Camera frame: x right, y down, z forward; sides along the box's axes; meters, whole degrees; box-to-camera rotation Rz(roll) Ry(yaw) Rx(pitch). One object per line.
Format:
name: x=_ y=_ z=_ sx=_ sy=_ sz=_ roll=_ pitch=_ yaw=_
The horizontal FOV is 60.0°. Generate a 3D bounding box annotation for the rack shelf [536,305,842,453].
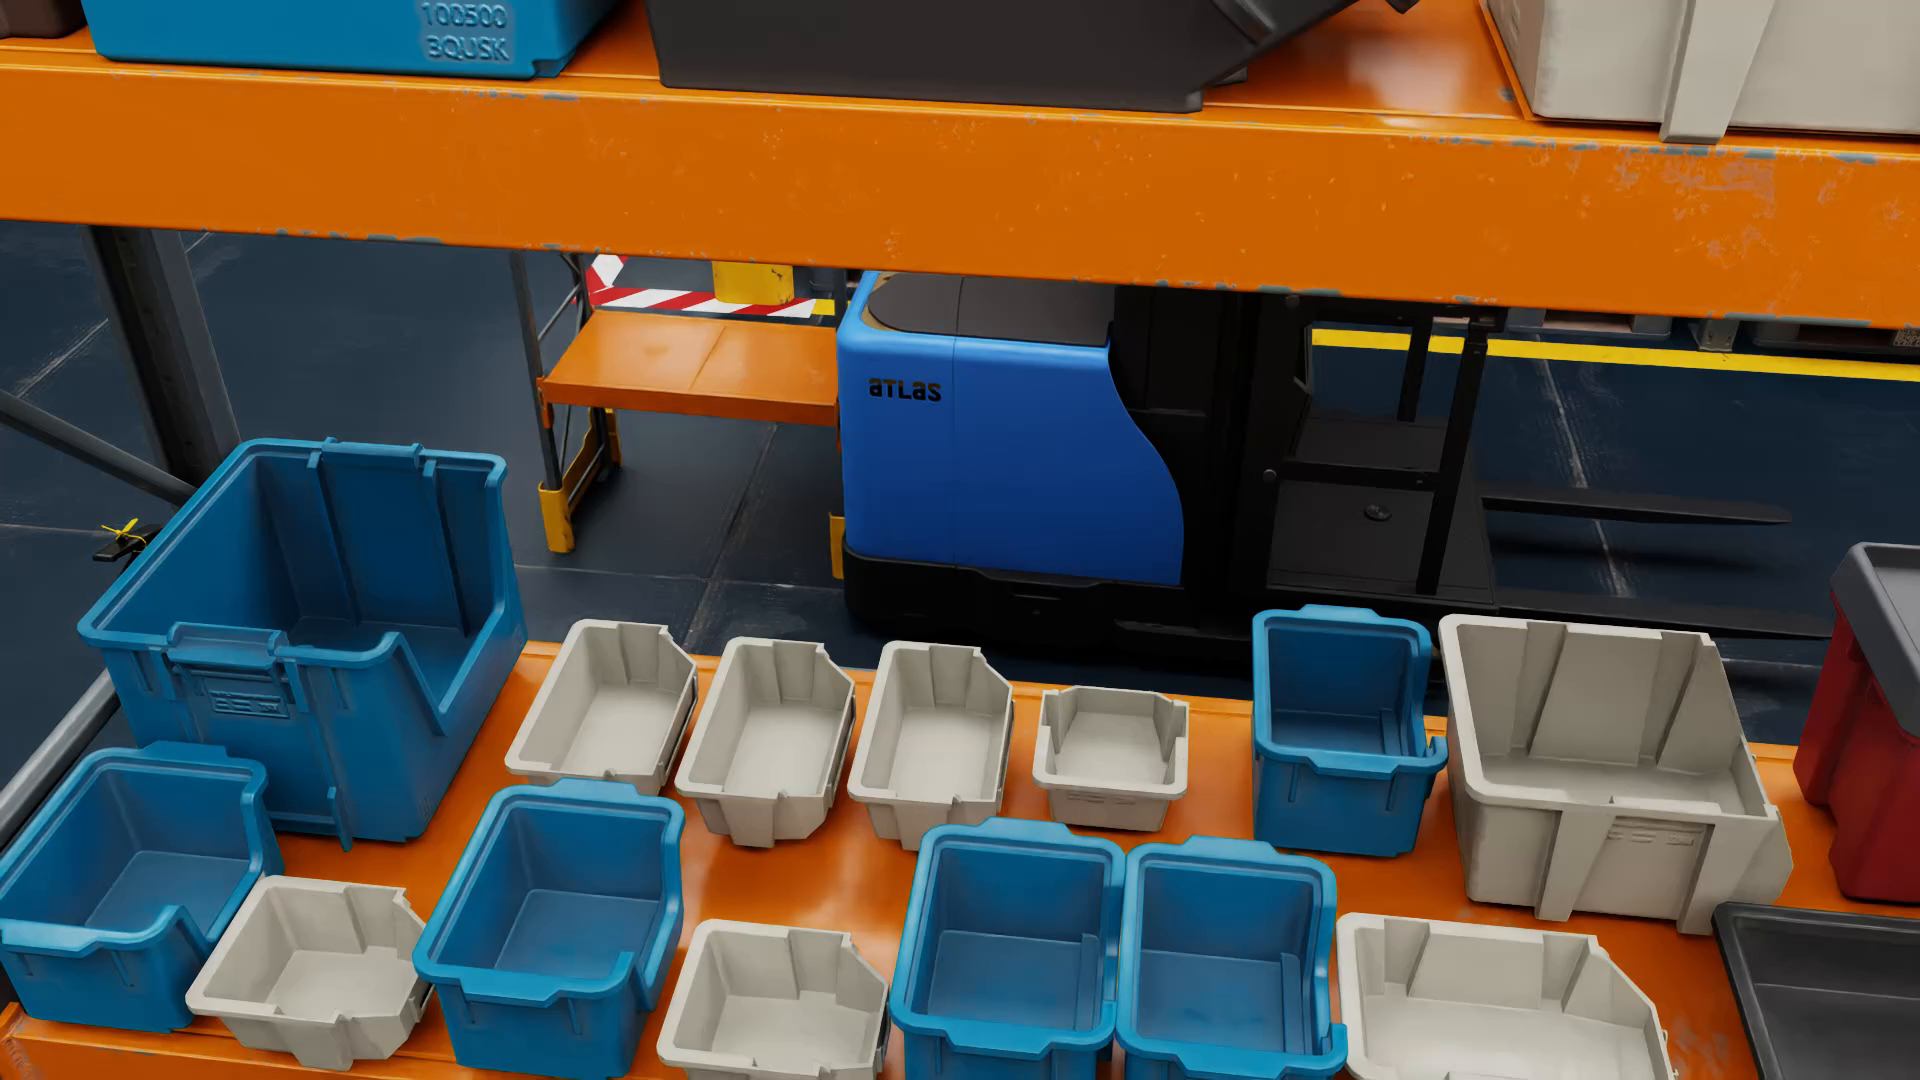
rack shelf: x=-0.828 y=-0.545 z=5.532 sx=1.000 sy=0.185 sz=0.538 roll=5 pitch=36 yaw=7

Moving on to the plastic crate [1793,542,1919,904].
plastic crate: x=1.678 y=0.316 z=2.618 sx=0.583 sy=0.464 sz=0.402 roll=4 pitch=36 yaw=6

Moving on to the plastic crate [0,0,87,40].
plastic crate: x=-1.089 y=-0.697 z=1.675 sx=0.590 sy=0.269 sz=0.497 roll=4 pitch=36 yaw=6

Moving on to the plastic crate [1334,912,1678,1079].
plastic crate: x=0.766 y=0.705 z=2.356 sx=0.466 sy=0.136 sz=0.293 roll=4 pitch=36 yaw=6

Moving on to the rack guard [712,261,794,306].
rack guard: x=-0.829 y=-1.557 z=7.501 sx=0.348 sy=0.500 sz=1.175 roll=4 pitch=36 yaw=6

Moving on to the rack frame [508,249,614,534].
rack frame: x=-1.330 y=-0.737 z=5.492 sx=0.032 sy=1.500 sz=0.500 roll=5 pitch=36 yaw=7

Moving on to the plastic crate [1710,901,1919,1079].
plastic crate: x=1.387 y=0.737 z=2.320 sx=0.590 sy=0.125 sz=0.437 roll=4 pitch=36 yaw=6

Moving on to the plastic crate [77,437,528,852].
plastic crate: x=-1.080 y=0.160 z=2.862 sx=0.499 sy=0.435 sz=0.616 roll=4 pitch=36 yaw=6

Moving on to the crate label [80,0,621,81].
crate label: x=-0.562 y=-0.624 z=1.589 sx=0.502 sy=0.251 sz=0.408 roll=4 pitch=36 yaw=6

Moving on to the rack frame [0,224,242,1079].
rack frame: x=-1.436 y=0.282 z=2.773 sx=0.127 sy=3.000 sz=1.000 roll=4 pitch=36 yaw=6

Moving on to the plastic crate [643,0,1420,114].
plastic crate: x=0.045 y=-0.643 z=1.540 sx=0.767 sy=0.338 sz=0.504 roll=4 pitch=36 yaw=6

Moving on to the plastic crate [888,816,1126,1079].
plastic crate: x=0.073 y=0.631 z=2.377 sx=0.300 sy=0.233 sz=0.416 roll=4 pitch=36 yaw=6

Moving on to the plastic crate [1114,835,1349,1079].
plastic crate: x=0.371 y=0.653 z=2.346 sx=0.300 sy=0.233 sz=0.416 roll=4 pitch=36 yaw=6

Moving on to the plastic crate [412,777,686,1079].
plastic crate: x=-0.580 y=0.582 z=2.445 sx=0.300 sy=0.233 sz=0.416 roll=4 pitch=36 yaw=6

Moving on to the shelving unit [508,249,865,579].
shelving unit: x=-0.837 y=-0.692 z=5.428 sx=1.083 sy=1.500 sz=0.587 roll=5 pitch=36 yaw=7

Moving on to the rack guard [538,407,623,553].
rack guard: x=-1.329 y=-0.228 z=5.854 sx=0.087 sy=0.250 sz=0.587 roll=5 pitch=36 yaw=7

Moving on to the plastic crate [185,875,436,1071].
plastic crate: x=-0.925 y=0.644 z=2.441 sx=0.298 sy=0.136 sz=0.250 roll=4 pitch=36 yaw=6

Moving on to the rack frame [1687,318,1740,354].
rack frame: x=3.163 y=-2.276 z=6.357 sx=0.127 sy=3.000 sz=1.000 roll=4 pitch=36 yaw=6

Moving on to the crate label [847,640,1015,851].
crate label: x=-0.039 y=0.357 z=2.843 sx=0.243 sy=0.136 sz=0.396 roll=4 pitch=36 yaw=6

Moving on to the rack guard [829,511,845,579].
rack guard: x=-0.345 y=-0.138 z=5.728 sx=0.087 sy=0.250 sz=0.587 roll=5 pitch=36 yaw=7

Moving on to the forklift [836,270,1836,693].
forklift: x=1.191 y=-1.053 z=4.703 sx=3.031 sy=2.935 sz=1.130 roll=5 pitch=36 yaw=7

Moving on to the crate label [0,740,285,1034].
crate label: x=-1.233 y=0.533 z=2.513 sx=0.303 sy=0.233 sz=0.416 roll=4 pitch=36 yaw=6

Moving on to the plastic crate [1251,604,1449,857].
plastic crate: x=0.634 y=0.329 z=2.799 sx=0.300 sy=0.233 sz=0.416 roll=4 pitch=36 yaw=6

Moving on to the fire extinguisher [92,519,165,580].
fire extinguisher: x=-1.527 y=0.192 z=3.287 sx=0.183 sy=0.674 sz=0.296 roll=4 pitch=36 yaw=6

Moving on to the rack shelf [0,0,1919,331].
rack shelf: x=0.548 y=-0.499 z=1.904 sx=4.000 sy=0.370 sz=1.077 roll=4 pitch=36 yaw=6

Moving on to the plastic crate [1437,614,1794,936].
plastic crate: x=1.041 y=0.382 z=2.683 sx=0.530 sy=0.282 sz=0.437 roll=4 pitch=36 yaw=6

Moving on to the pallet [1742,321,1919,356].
pallet: x=3.938 y=-1.128 z=7.148 sx=1.213 sy=0.211 sz=1.003 roll=4 pitch=36 yaw=6

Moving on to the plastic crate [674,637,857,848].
plastic crate: x=-0.318 y=0.350 z=2.852 sx=0.243 sy=0.136 sz=0.396 roll=4 pitch=36 yaw=6

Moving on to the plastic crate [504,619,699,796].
plastic crate: x=-0.604 y=0.320 z=2.894 sx=0.243 sy=0.136 sz=0.396 roll=4 pitch=36 yaw=6

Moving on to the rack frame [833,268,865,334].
rack frame: x=-0.326 y=-0.645 z=5.363 sx=0.032 sy=1.500 sz=0.500 roll=5 pitch=36 yaw=7

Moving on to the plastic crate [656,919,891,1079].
plastic crate: x=-0.252 y=0.694 z=2.371 sx=0.298 sy=0.136 sz=0.250 roll=4 pitch=36 yaw=6

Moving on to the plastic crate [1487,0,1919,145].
plastic crate: x=0.723 y=-0.549 z=1.457 sx=0.530 sy=0.282 sz=0.437 roll=4 pitch=36 yaw=6

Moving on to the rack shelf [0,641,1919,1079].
rack shelf: x=0.548 y=0.722 z=2.775 sx=4.000 sy=0.370 sz=1.077 roll=4 pitch=36 yaw=6

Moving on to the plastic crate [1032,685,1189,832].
plastic crate: x=0.257 y=0.368 z=2.828 sx=0.250 sy=0.136 sz=0.298 roll=4 pitch=36 yaw=6

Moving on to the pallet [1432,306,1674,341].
pallet: x=2.418 y=-1.243 z=7.309 sx=1.213 sy=0.211 sz=1.003 roll=4 pitch=36 yaw=6

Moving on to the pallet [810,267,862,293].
pallet: x=-0.002 y=-1.423 z=7.562 sx=1.213 sy=0.211 sz=1.003 roll=4 pitch=36 yaw=6
